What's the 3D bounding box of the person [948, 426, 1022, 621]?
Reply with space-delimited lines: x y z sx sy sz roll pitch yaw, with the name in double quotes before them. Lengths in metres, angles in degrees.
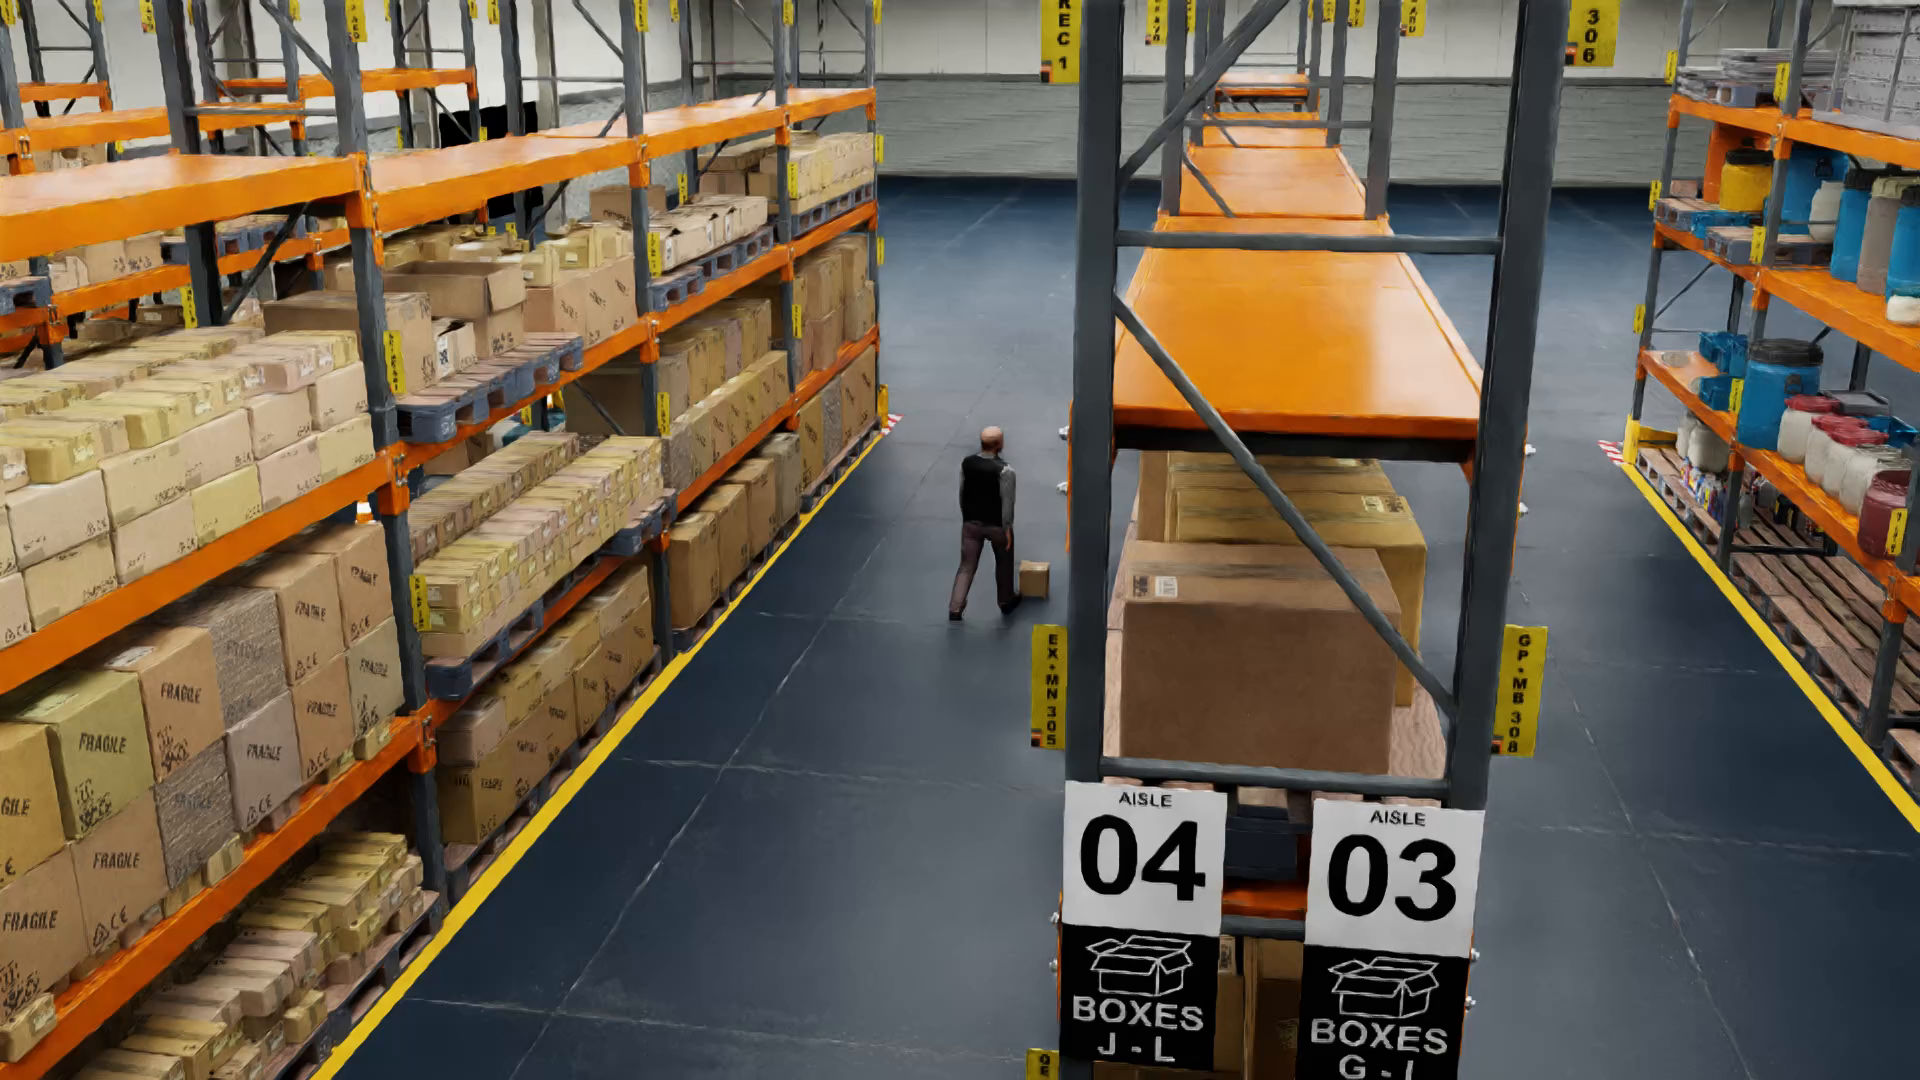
"person" 0.237 -0.136 14.037 0.537 1.707 0.940 7 19 20
